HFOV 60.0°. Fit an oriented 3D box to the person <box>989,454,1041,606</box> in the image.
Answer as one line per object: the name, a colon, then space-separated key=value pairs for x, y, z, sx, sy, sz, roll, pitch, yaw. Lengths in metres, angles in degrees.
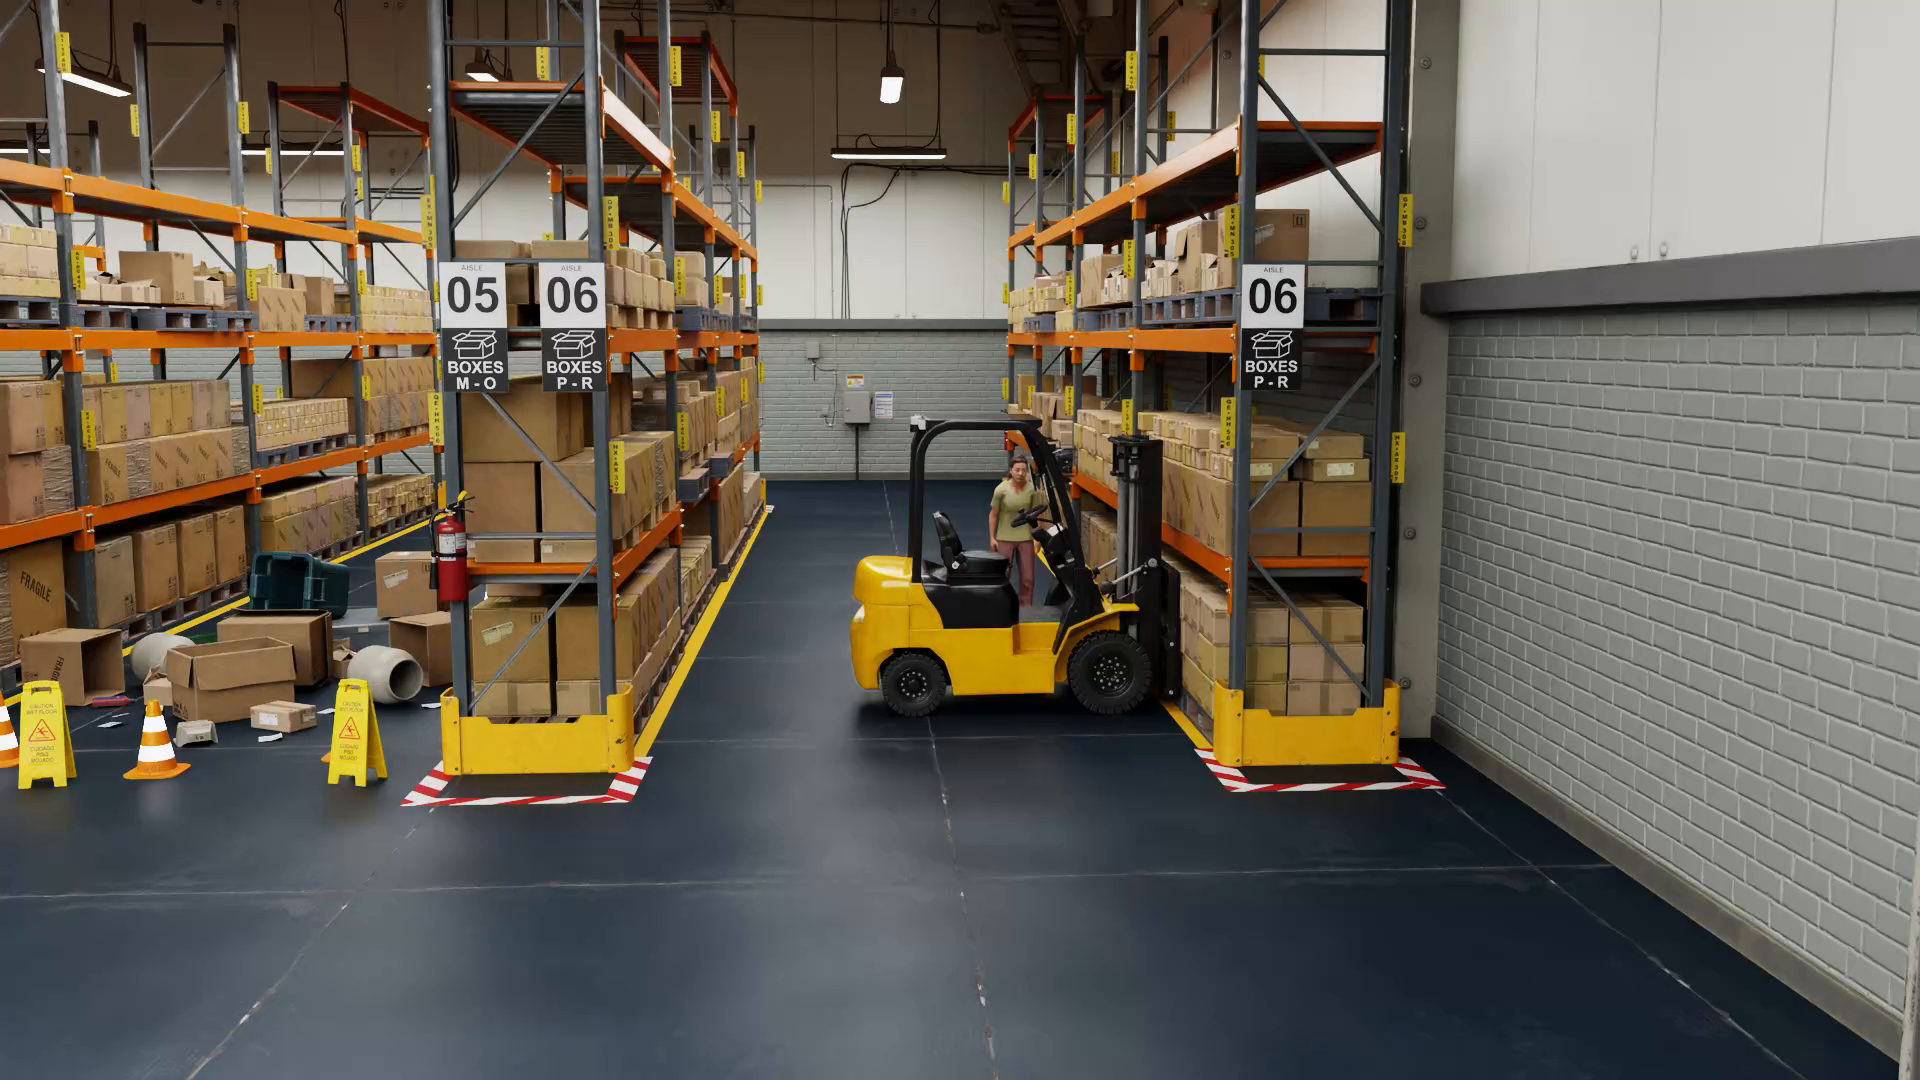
person: x=0.520 y=0.030 z=15.511 sx=0.502 sy=1.671 sz=0.364 roll=-1 pitch=7 yaw=-6
